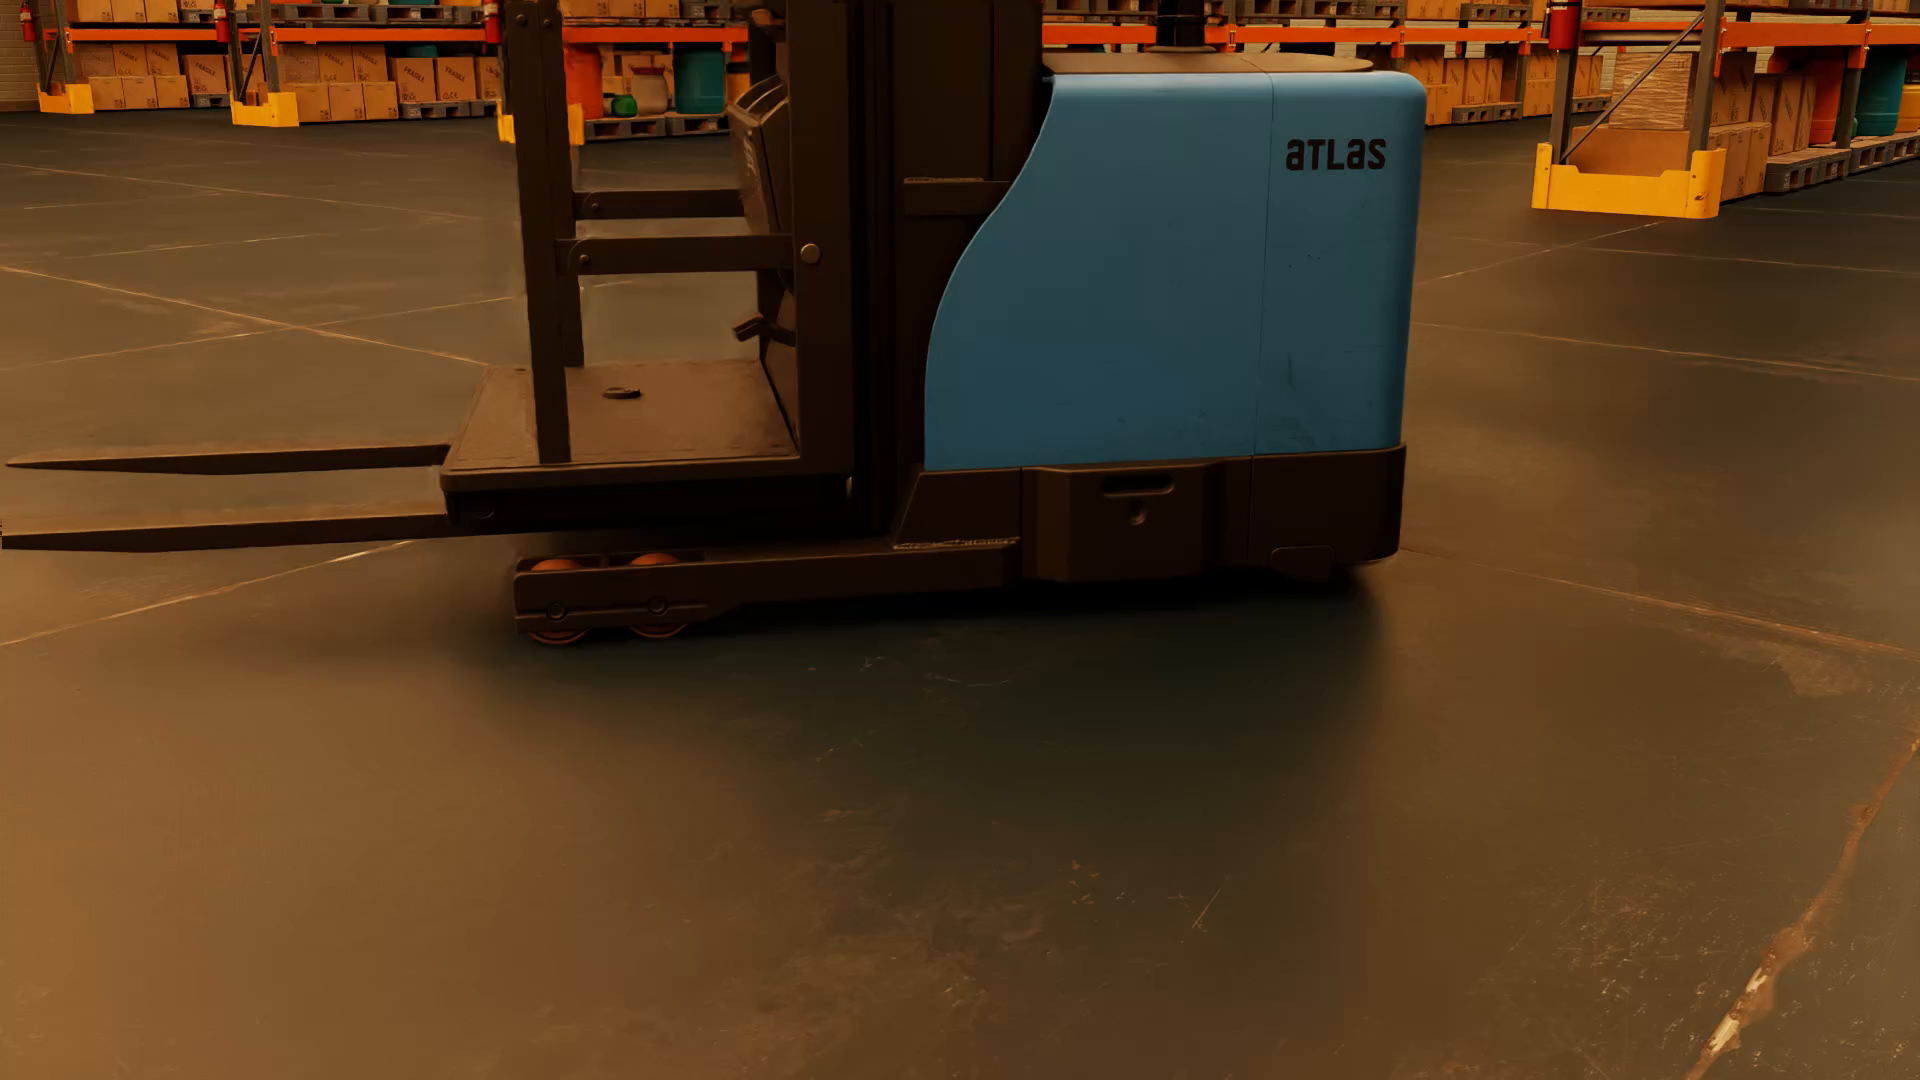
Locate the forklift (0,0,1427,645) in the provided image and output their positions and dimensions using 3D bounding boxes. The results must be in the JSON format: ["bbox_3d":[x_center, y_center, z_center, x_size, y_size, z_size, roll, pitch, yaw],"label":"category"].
[{"bbox_3d":[-0.610,-1.363,3.387,3.031,2.935,1.130,-3,17,-10],"label":"forklift"}]
